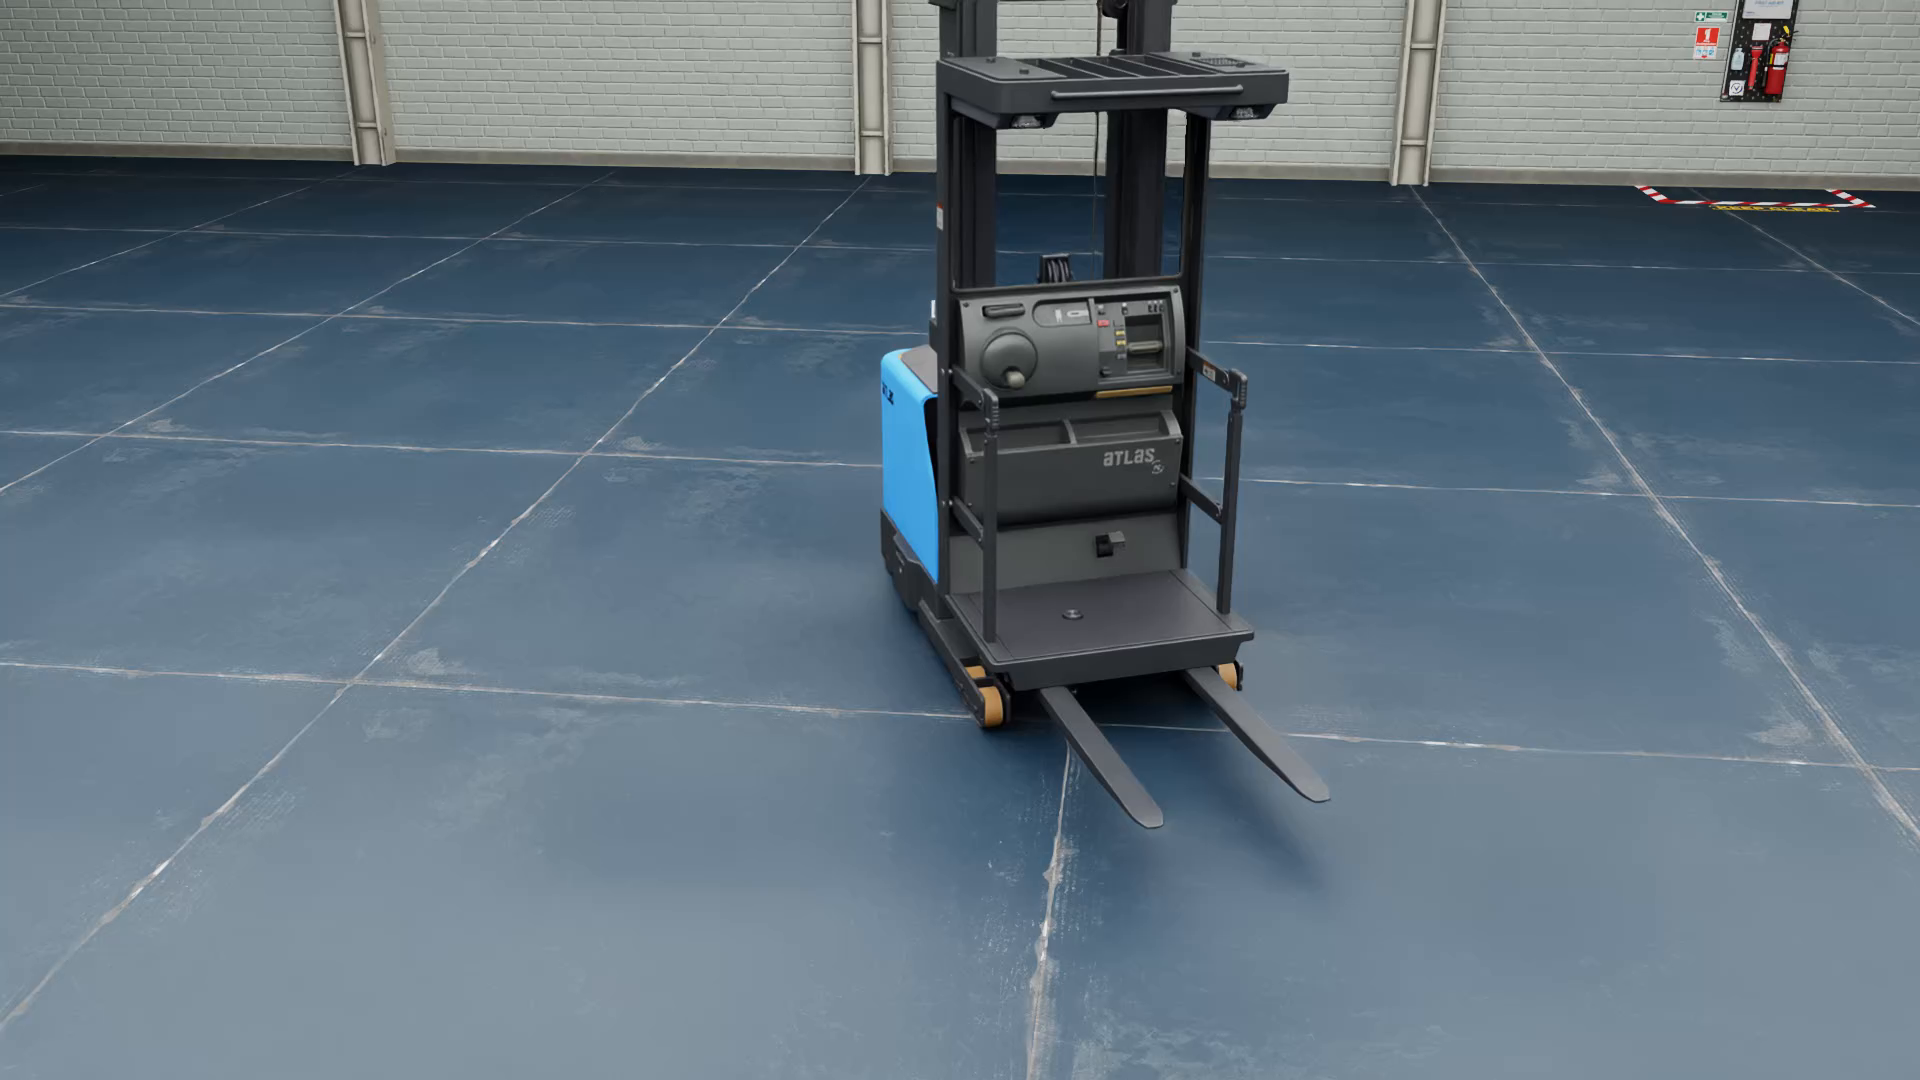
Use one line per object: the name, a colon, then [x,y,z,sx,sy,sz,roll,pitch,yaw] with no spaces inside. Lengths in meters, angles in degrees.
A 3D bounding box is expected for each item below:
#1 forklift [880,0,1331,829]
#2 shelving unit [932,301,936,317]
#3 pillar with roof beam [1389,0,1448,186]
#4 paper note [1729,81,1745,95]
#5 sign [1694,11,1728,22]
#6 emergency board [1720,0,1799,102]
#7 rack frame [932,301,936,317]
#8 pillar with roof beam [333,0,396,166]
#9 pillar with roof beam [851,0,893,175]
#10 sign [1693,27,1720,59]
forklift: [0.515,-0.781,6.429,1.130,2.935,3.031,-6,22,-15]
shelving unit: [0.130,-0.582,8.281,0.503,1.200,0.258,-3,22,-9]
pillar with roof beam: [4.467,-6.571,12.822,0.400,9.000,9.100,2,22,6]
paper note: [8.314,-4.838,17.794,0.142,0.148,0.016,2,22,6]
sign: [7.949,-5.536,17.592,0.331,0.109,0.001,2,22,6]
emergency board: [8.482,-5.214,17.549,0.643,1.169,0.194,2,22,6]
rack frame: [-0.111,-0.568,8.244,0.015,1.200,0.240,-3,22,-9]
pillar with roof beam: [-7.450,-7.091,14.135,0.400,9.000,9.100,2,22,6]
pillar with roof beam: [-1.492,-6.831,13.478,0.400,9.000,9.100,2,22,6]
sign: [7.945,-5.293,17.699,0.234,0.329,0.001,2,22,6]
